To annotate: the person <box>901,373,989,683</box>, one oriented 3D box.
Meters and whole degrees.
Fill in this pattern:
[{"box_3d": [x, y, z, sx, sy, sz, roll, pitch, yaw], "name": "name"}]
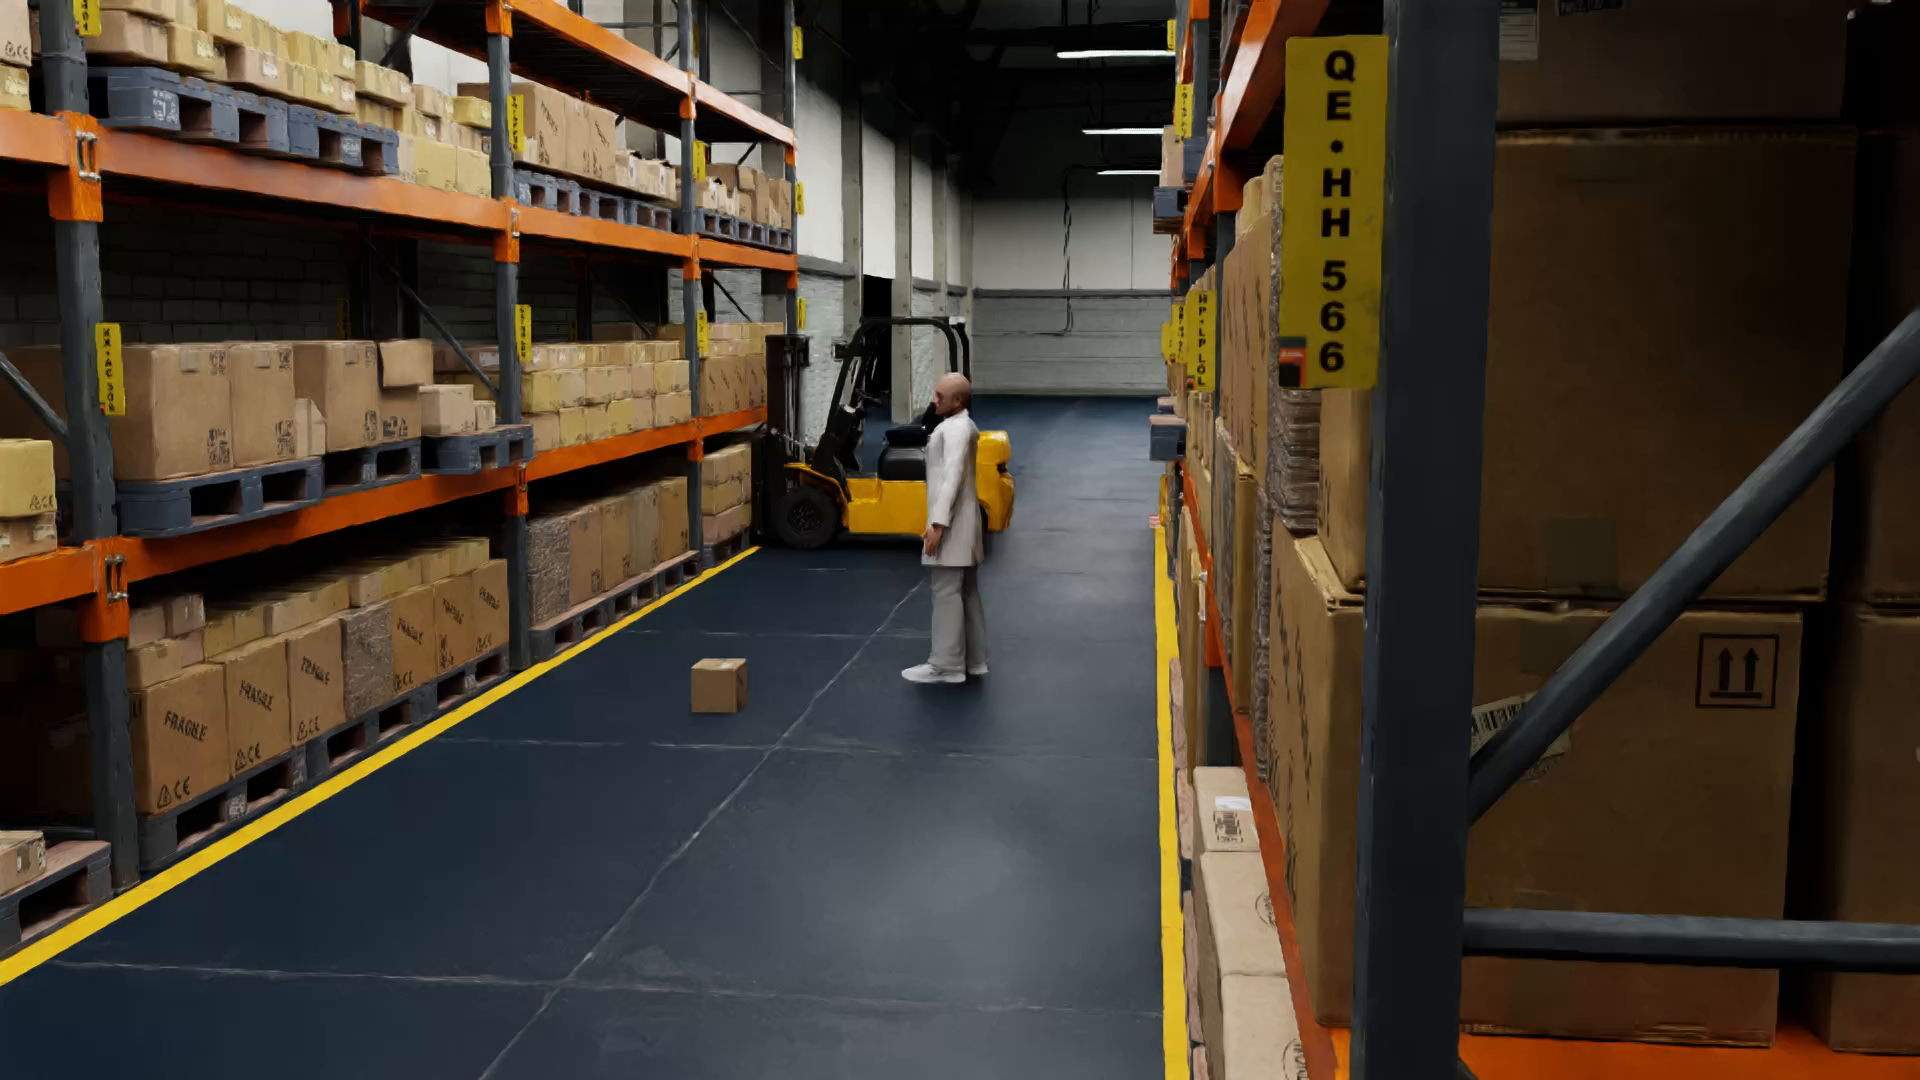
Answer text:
[{"box_3d": [-0.077, -0.022, 9.677, 0.462, 1.670, 0.681, 1, 8, 10], "name": "person"}]
